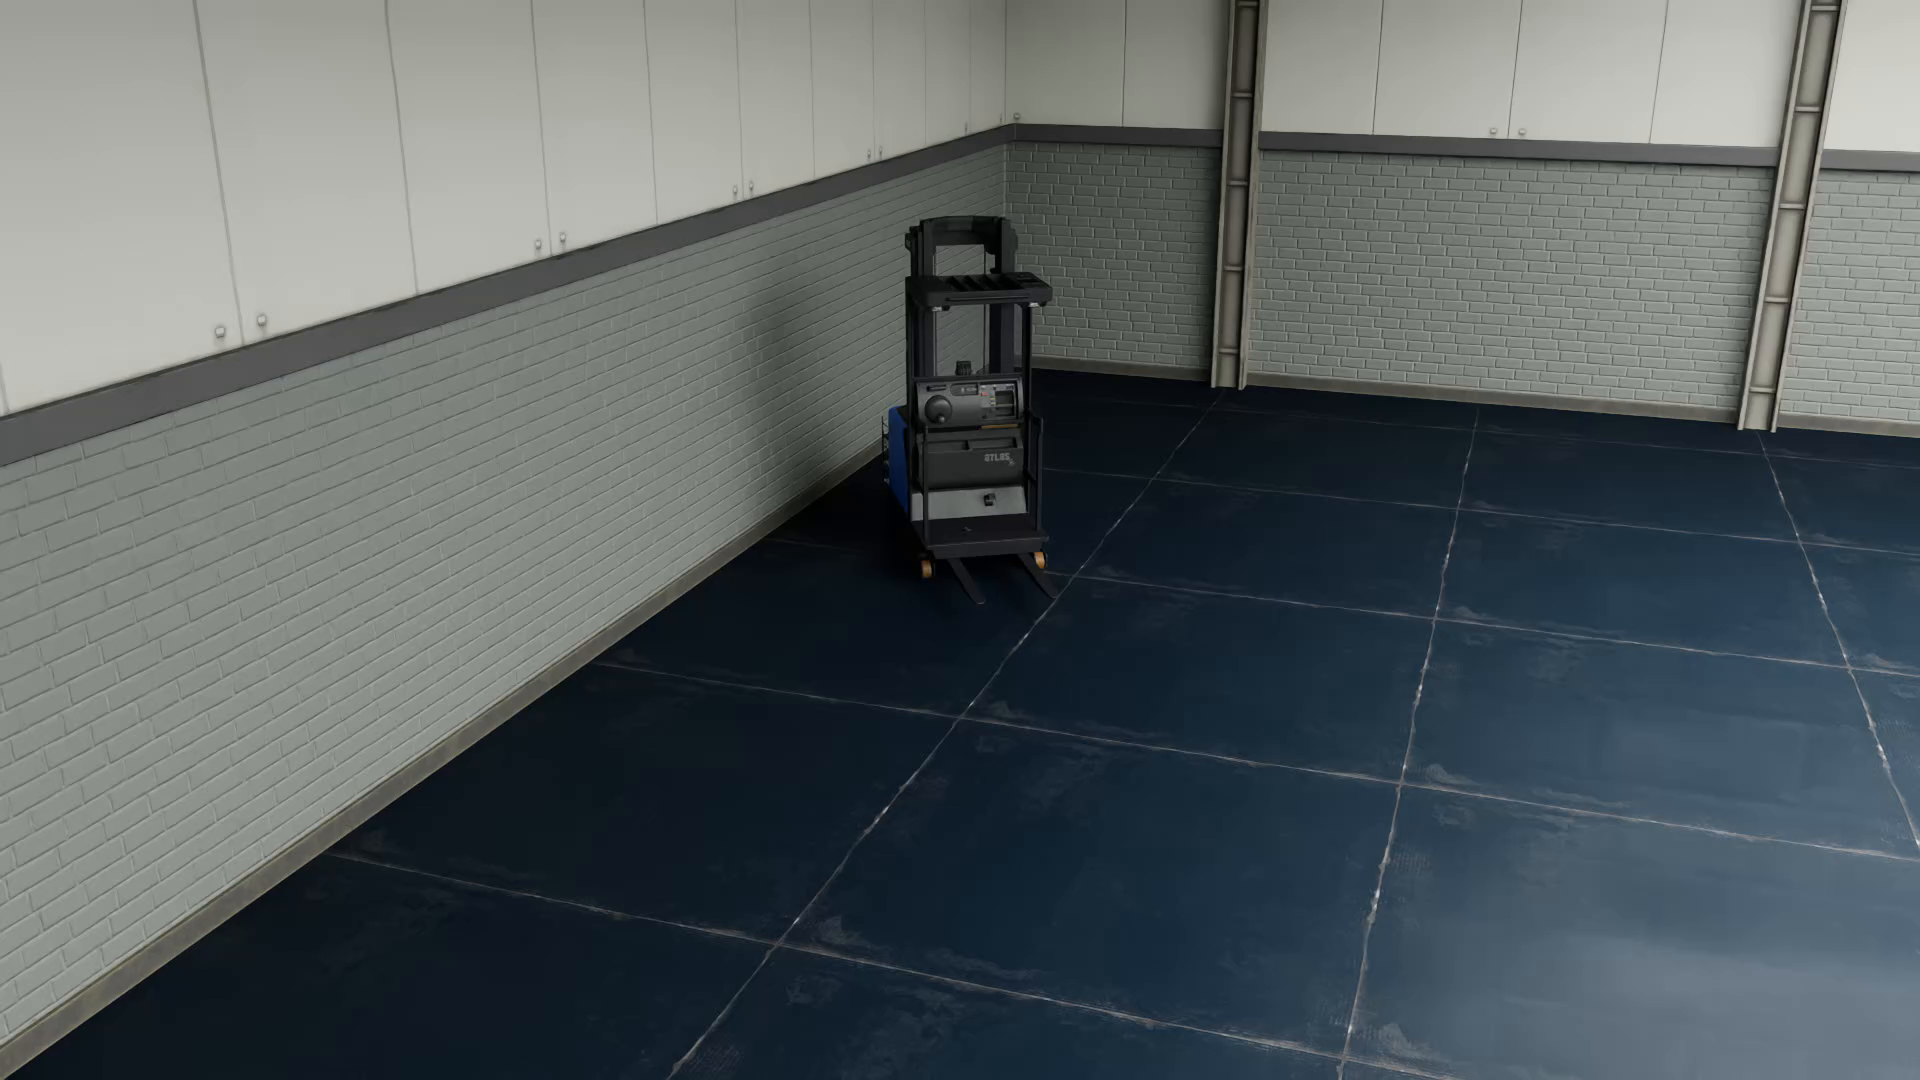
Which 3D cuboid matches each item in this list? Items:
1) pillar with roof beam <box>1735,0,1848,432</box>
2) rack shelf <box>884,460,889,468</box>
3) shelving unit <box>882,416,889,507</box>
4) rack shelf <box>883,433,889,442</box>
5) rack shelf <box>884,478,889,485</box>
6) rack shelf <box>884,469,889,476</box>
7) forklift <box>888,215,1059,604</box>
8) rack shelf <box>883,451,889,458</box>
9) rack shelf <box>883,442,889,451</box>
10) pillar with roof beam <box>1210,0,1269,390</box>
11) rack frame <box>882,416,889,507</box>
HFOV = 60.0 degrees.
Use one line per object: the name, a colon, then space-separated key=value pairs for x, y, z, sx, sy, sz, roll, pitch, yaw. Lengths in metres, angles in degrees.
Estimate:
pillar with roof beam: x=7.599 y=-4.185 z=13.524 sx=0.400 sy=9.000 sz=9.100 roll=7 pitch=20 yaw=18
rack shelf: x=-0.607 y=-0.702 z=15.940 sx=0.200 sy=0.077 sz=0.258 roll=-7 pitch=20 yaw=-19
shelving unit: x=-0.607 y=-0.734 z=15.929 sx=0.210 sy=0.900 sz=0.258 roll=-7 pitch=20 yaw=-19
rack shelf: x=-0.607 y=-0.957 z=15.851 sx=0.200 sy=0.077 sz=0.258 roll=-7 pitch=20 yaw=-19
rack shelf: x=-0.607 y=-0.532 z=15.999 sx=0.200 sy=0.077 sz=0.258 roll=-7 pitch=20 yaw=-19
rack shelf: x=-0.607 y=-0.617 z=15.969 sx=0.200 sy=0.077 sz=0.258 roll=-7 pitch=20 yaw=-19
forklift: x=0.133 y=-1.184 z=14.134 sx=1.130 sy=2.935 sz=3.031 roll=-4 pitch=20 yaw=-12
rack shelf: x=-0.607 y=-0.787 z=15.910 sx=0.200 sy=0.077 sz=0.258 roll=-7 pitch=20 yaw=-19
rack shelf: x=-0.607 y=-0.872 z=15.880 sx=0.200 sy=0.077 sz=0.258 roll=-7 pitch=20 yaw=-19
pillar with roof beam: x=1.931 y=-4.833 z=15.384 sx=0.400 sy=9.000 sz=9.100 roll=7 pitch=20 yaw=18
rack frame: x=-0.703 y=-0.722 z=15.896 sx=0.006 sy=0.900 sz=0.240 roll=-7 pitch=20 yaw=-19
